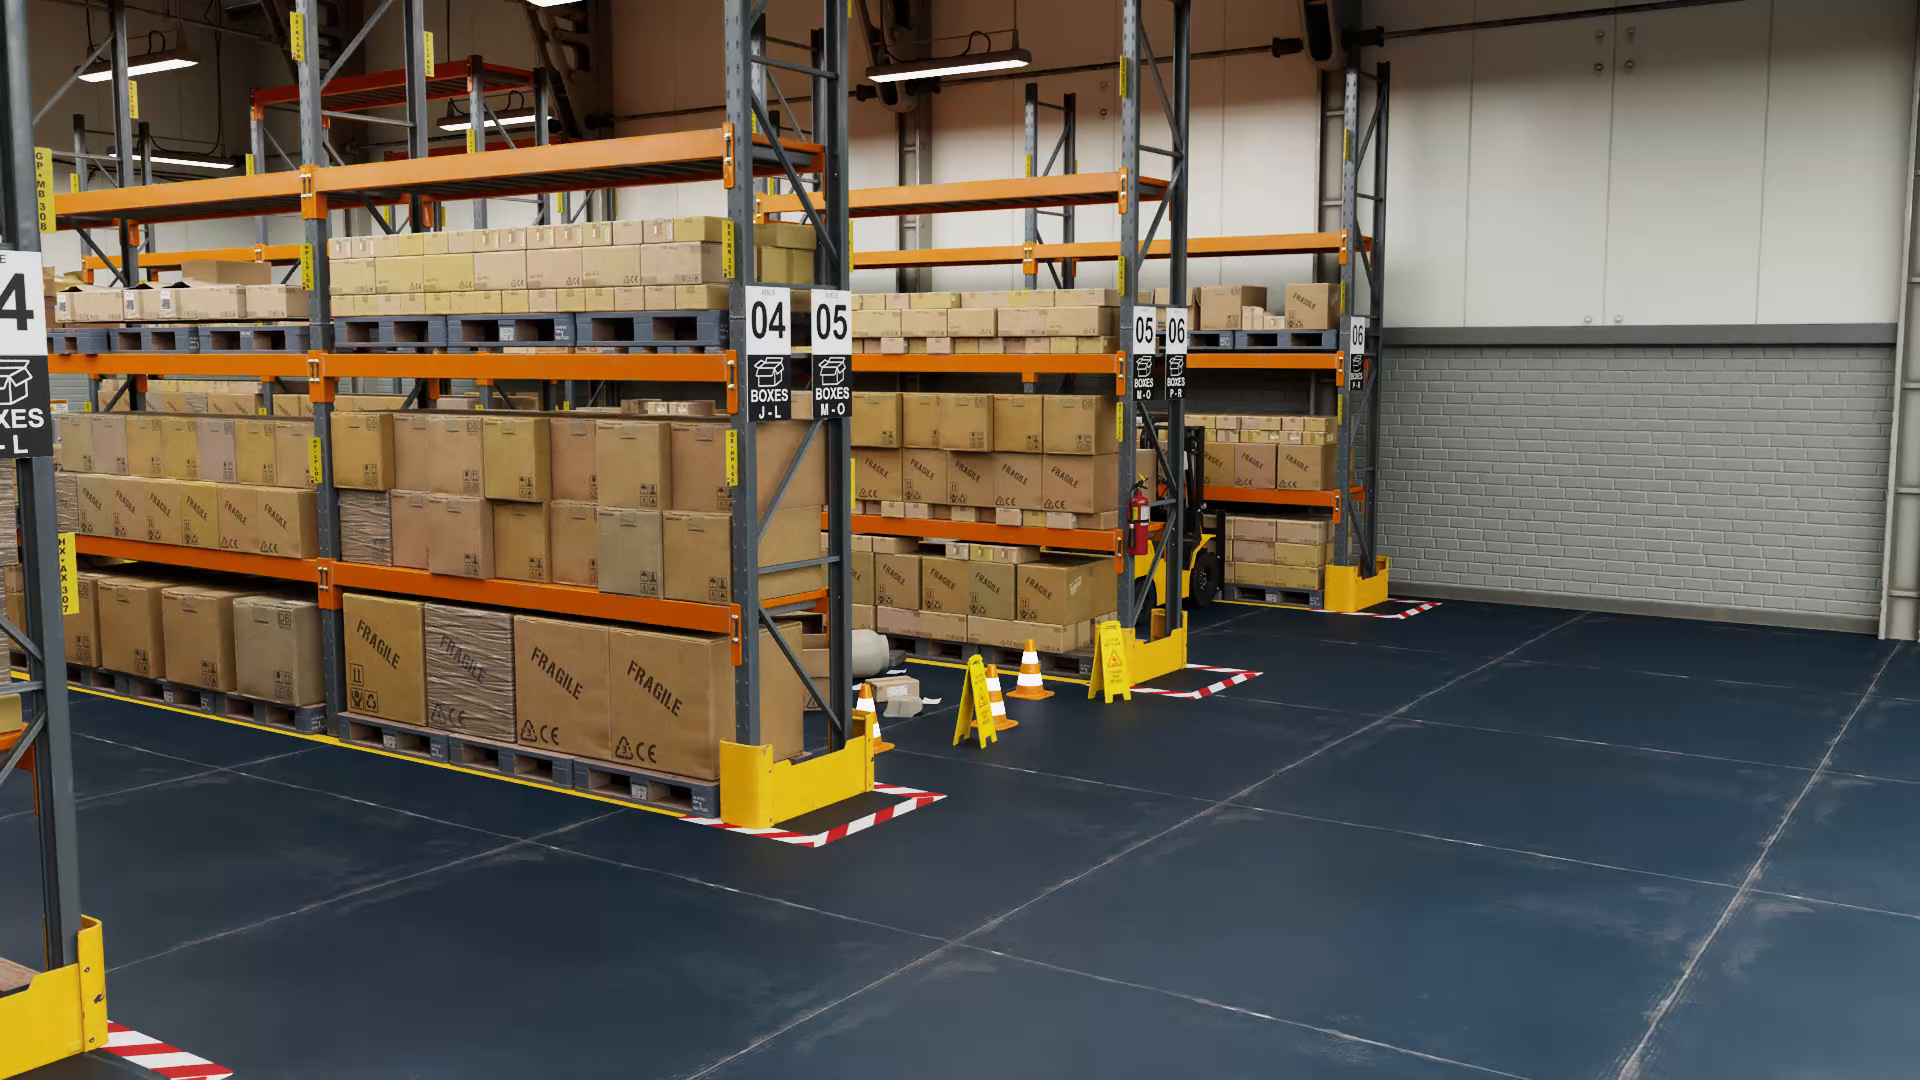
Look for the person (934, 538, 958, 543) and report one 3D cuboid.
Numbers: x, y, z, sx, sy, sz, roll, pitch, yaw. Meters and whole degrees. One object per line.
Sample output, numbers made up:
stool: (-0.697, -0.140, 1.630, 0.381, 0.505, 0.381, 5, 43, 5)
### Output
person: (-0.046, 0.176, 19.372, 0.484, 0.948, 0.859, 4, 8, 33)
